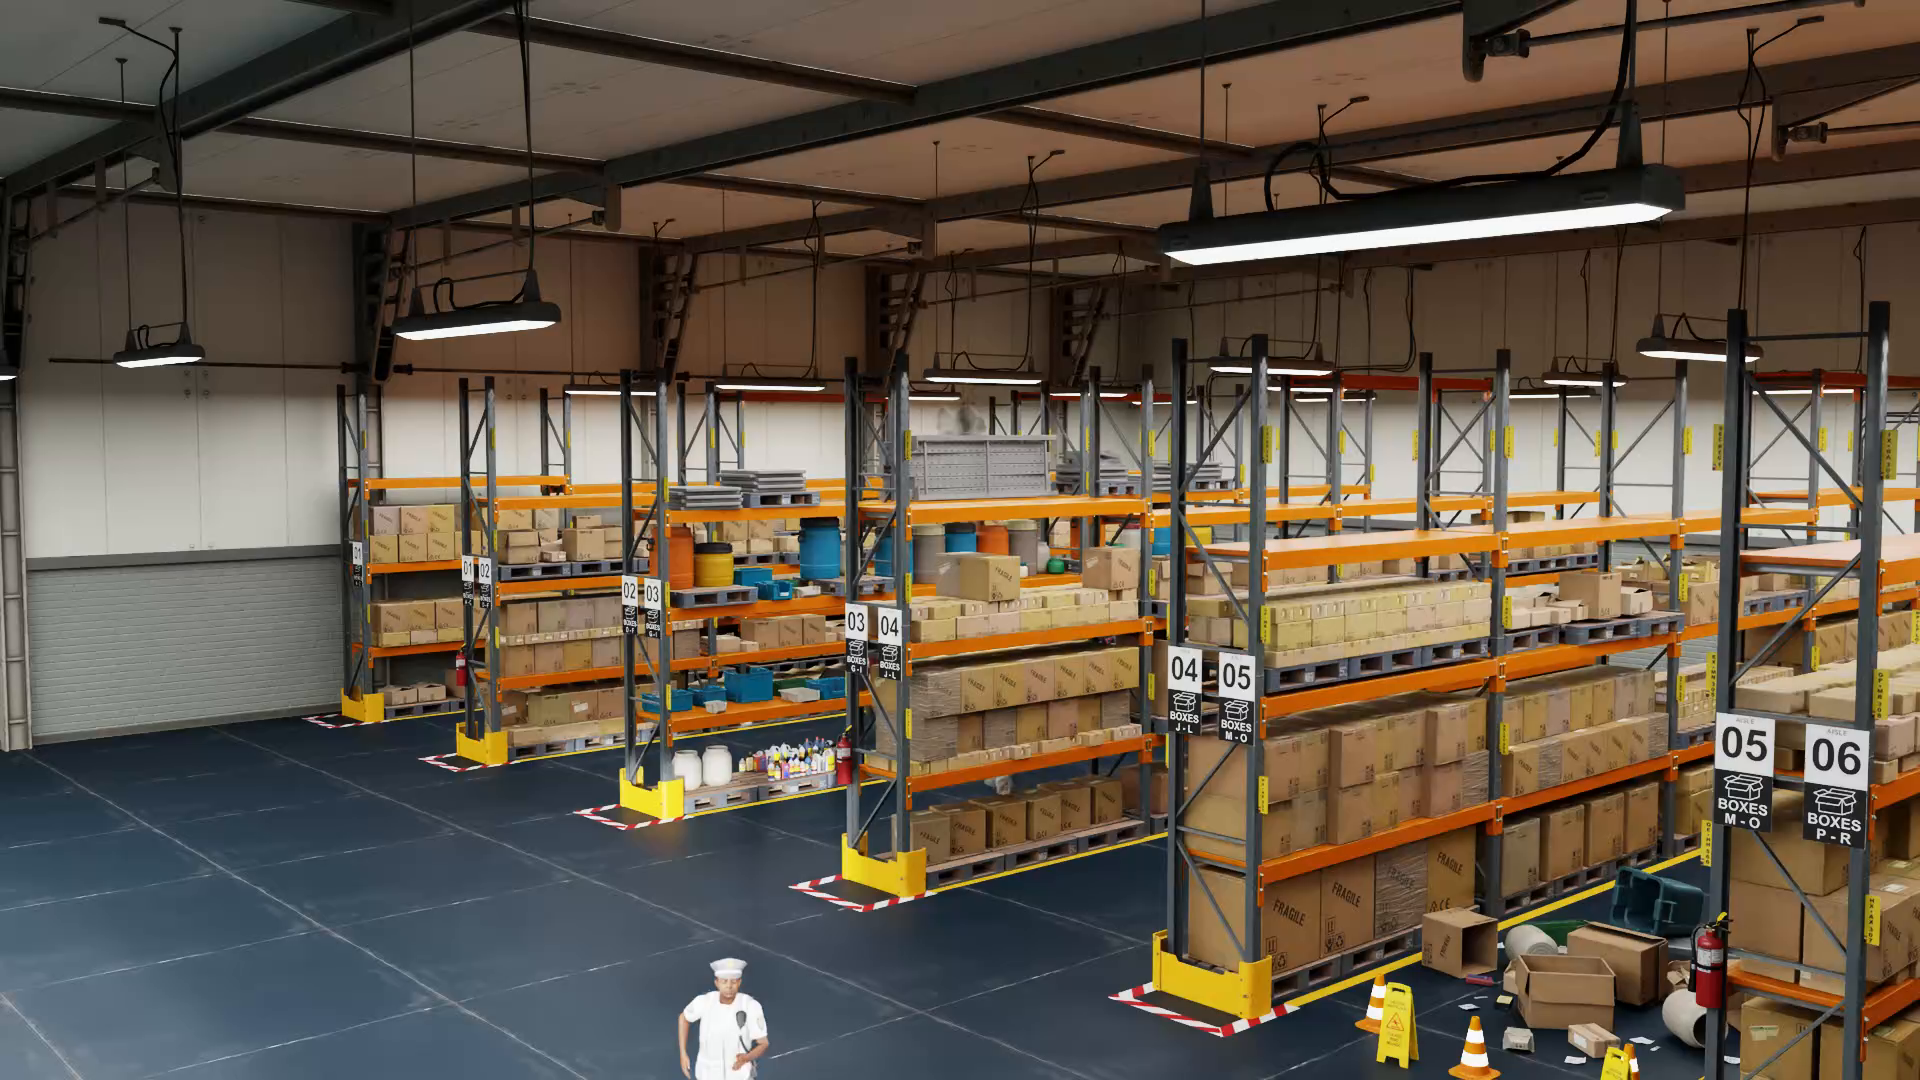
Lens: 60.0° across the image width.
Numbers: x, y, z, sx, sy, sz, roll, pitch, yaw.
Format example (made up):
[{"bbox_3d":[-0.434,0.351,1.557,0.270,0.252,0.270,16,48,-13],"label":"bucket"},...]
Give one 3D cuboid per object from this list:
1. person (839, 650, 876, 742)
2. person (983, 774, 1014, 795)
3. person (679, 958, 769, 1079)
[{"bbox_3d":[-1.619,2.447,27.516,0.653,1.760,0.968,3,5,42],"label":"person"},{"bbox_3d":[0.588,2.837,22.268,0.658,1.738,0.601,3,5,41],"label":"person"},{"bbox_3d":[-1.565,3.597,11.038,0.596,1.733,0.824,0,4,-8],"label":"person"}]
